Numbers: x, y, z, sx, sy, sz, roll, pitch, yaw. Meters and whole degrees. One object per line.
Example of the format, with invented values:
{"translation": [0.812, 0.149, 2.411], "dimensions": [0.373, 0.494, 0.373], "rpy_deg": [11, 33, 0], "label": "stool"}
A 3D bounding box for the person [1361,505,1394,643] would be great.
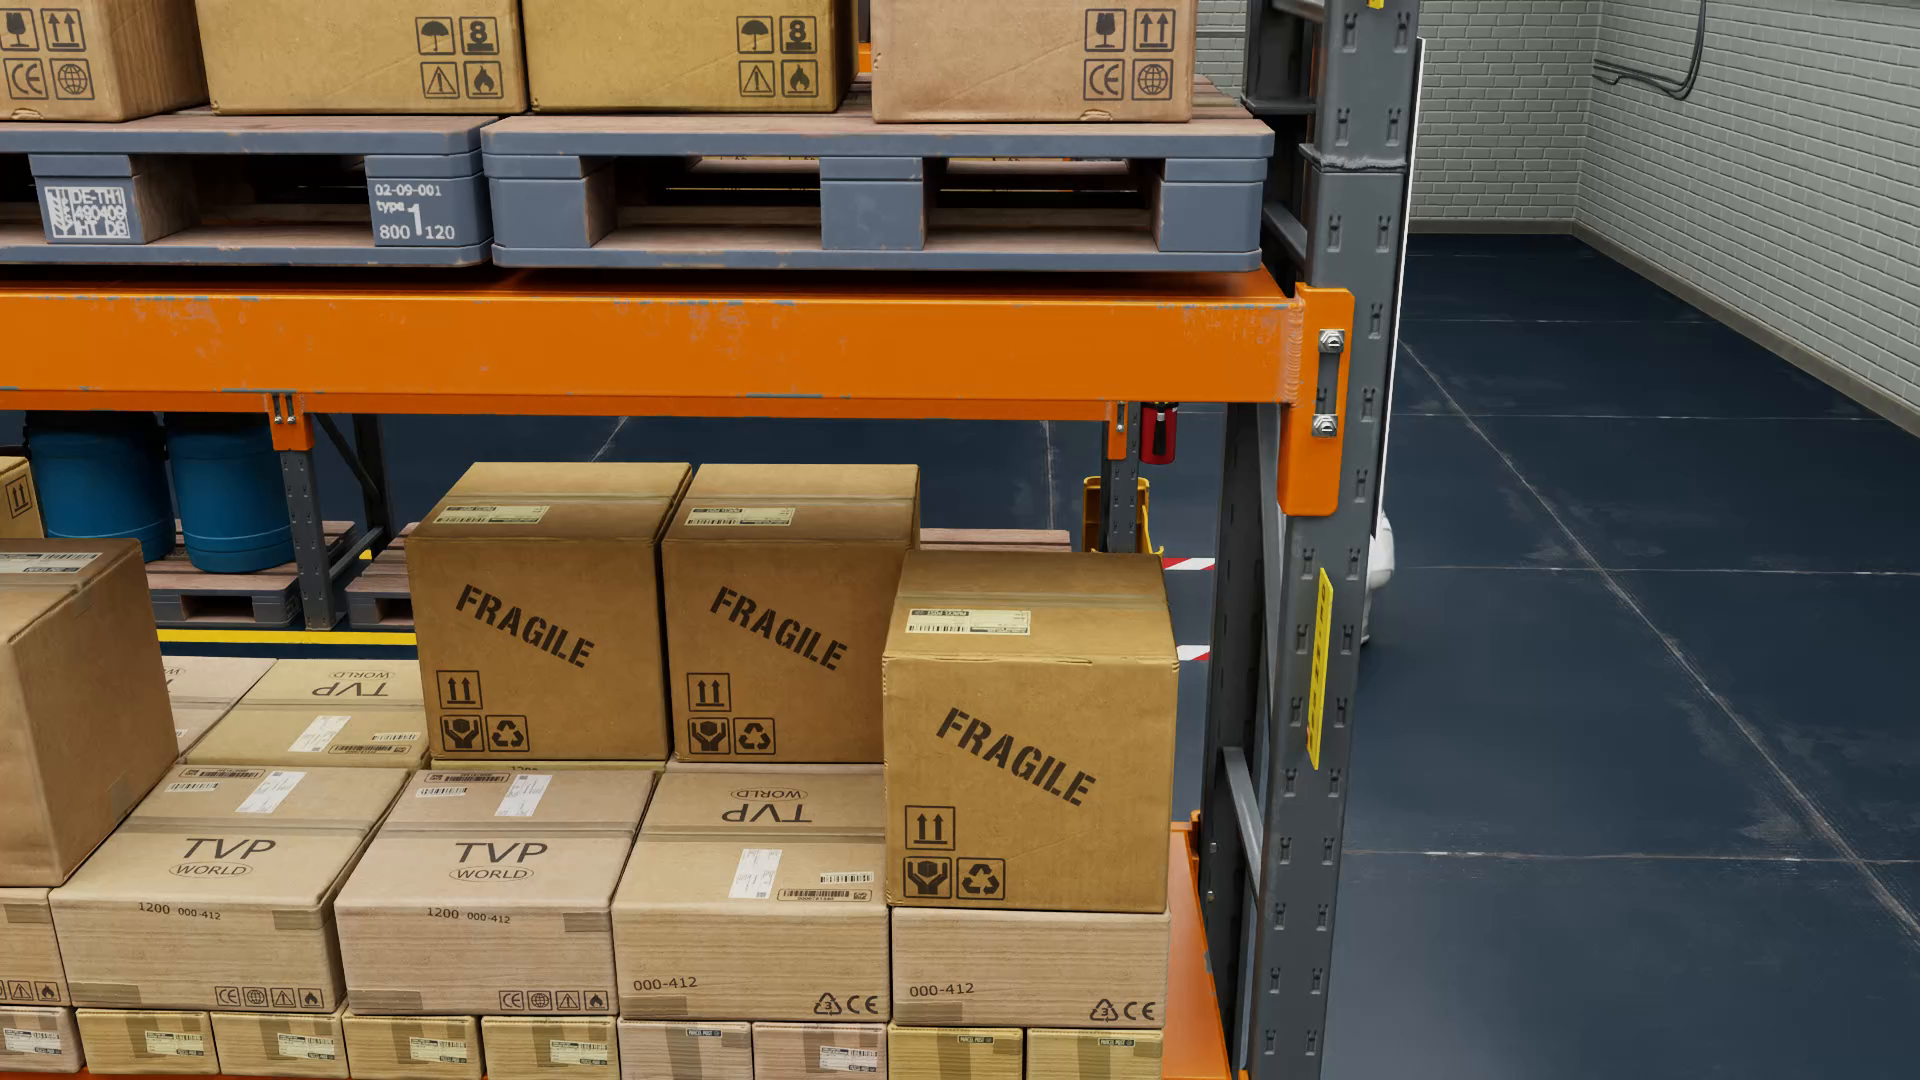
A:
{"translation": [1.811, -0.035, 8.212], "dimensions": [0.531, 1.030, 0.904], "rpy_deg": [-2, 21, -5], "label": "person"}
